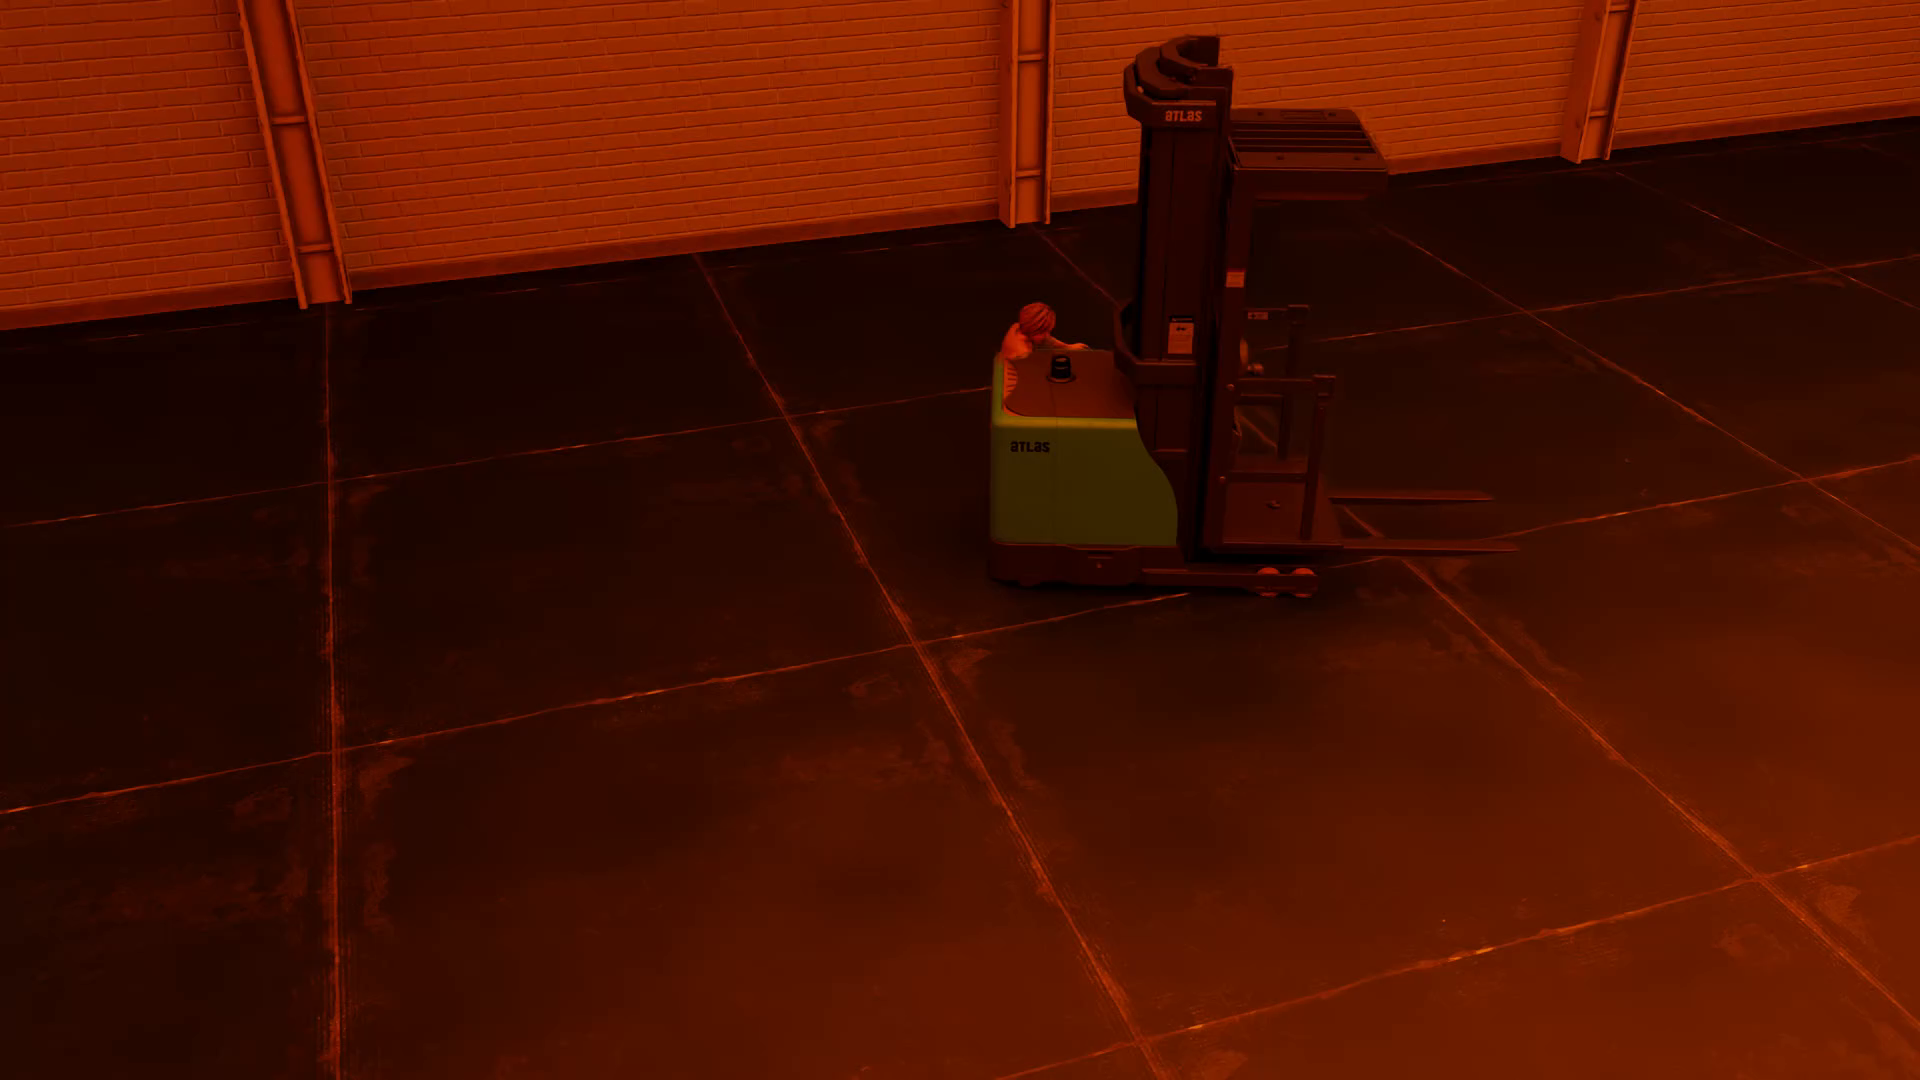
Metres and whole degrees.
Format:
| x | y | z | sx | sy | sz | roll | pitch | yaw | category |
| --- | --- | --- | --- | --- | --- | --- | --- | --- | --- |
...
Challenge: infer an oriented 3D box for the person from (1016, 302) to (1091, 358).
| x | y | z | sx | sy | sz | roll | pitch | yaw | category |
| --- | --- | --- | --- | --- | --- | --- | --- | --- | --- |
| 0.556 | -1.068 | 9.959 | 0.658 | 0.796 | 0.706 | 3 | 30 | 5 | person |

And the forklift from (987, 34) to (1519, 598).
| x | y | z | sx | sy | sz | roll | pitch | yaw | category |
| --- | --- | --- | --- | --- | --- | --- | --- | --- | --- |
| 1.685 | -1.214 | 9.197 | 3.031 | 2.935 | 1.130 | 1 | 30 | 2 | forklift |
